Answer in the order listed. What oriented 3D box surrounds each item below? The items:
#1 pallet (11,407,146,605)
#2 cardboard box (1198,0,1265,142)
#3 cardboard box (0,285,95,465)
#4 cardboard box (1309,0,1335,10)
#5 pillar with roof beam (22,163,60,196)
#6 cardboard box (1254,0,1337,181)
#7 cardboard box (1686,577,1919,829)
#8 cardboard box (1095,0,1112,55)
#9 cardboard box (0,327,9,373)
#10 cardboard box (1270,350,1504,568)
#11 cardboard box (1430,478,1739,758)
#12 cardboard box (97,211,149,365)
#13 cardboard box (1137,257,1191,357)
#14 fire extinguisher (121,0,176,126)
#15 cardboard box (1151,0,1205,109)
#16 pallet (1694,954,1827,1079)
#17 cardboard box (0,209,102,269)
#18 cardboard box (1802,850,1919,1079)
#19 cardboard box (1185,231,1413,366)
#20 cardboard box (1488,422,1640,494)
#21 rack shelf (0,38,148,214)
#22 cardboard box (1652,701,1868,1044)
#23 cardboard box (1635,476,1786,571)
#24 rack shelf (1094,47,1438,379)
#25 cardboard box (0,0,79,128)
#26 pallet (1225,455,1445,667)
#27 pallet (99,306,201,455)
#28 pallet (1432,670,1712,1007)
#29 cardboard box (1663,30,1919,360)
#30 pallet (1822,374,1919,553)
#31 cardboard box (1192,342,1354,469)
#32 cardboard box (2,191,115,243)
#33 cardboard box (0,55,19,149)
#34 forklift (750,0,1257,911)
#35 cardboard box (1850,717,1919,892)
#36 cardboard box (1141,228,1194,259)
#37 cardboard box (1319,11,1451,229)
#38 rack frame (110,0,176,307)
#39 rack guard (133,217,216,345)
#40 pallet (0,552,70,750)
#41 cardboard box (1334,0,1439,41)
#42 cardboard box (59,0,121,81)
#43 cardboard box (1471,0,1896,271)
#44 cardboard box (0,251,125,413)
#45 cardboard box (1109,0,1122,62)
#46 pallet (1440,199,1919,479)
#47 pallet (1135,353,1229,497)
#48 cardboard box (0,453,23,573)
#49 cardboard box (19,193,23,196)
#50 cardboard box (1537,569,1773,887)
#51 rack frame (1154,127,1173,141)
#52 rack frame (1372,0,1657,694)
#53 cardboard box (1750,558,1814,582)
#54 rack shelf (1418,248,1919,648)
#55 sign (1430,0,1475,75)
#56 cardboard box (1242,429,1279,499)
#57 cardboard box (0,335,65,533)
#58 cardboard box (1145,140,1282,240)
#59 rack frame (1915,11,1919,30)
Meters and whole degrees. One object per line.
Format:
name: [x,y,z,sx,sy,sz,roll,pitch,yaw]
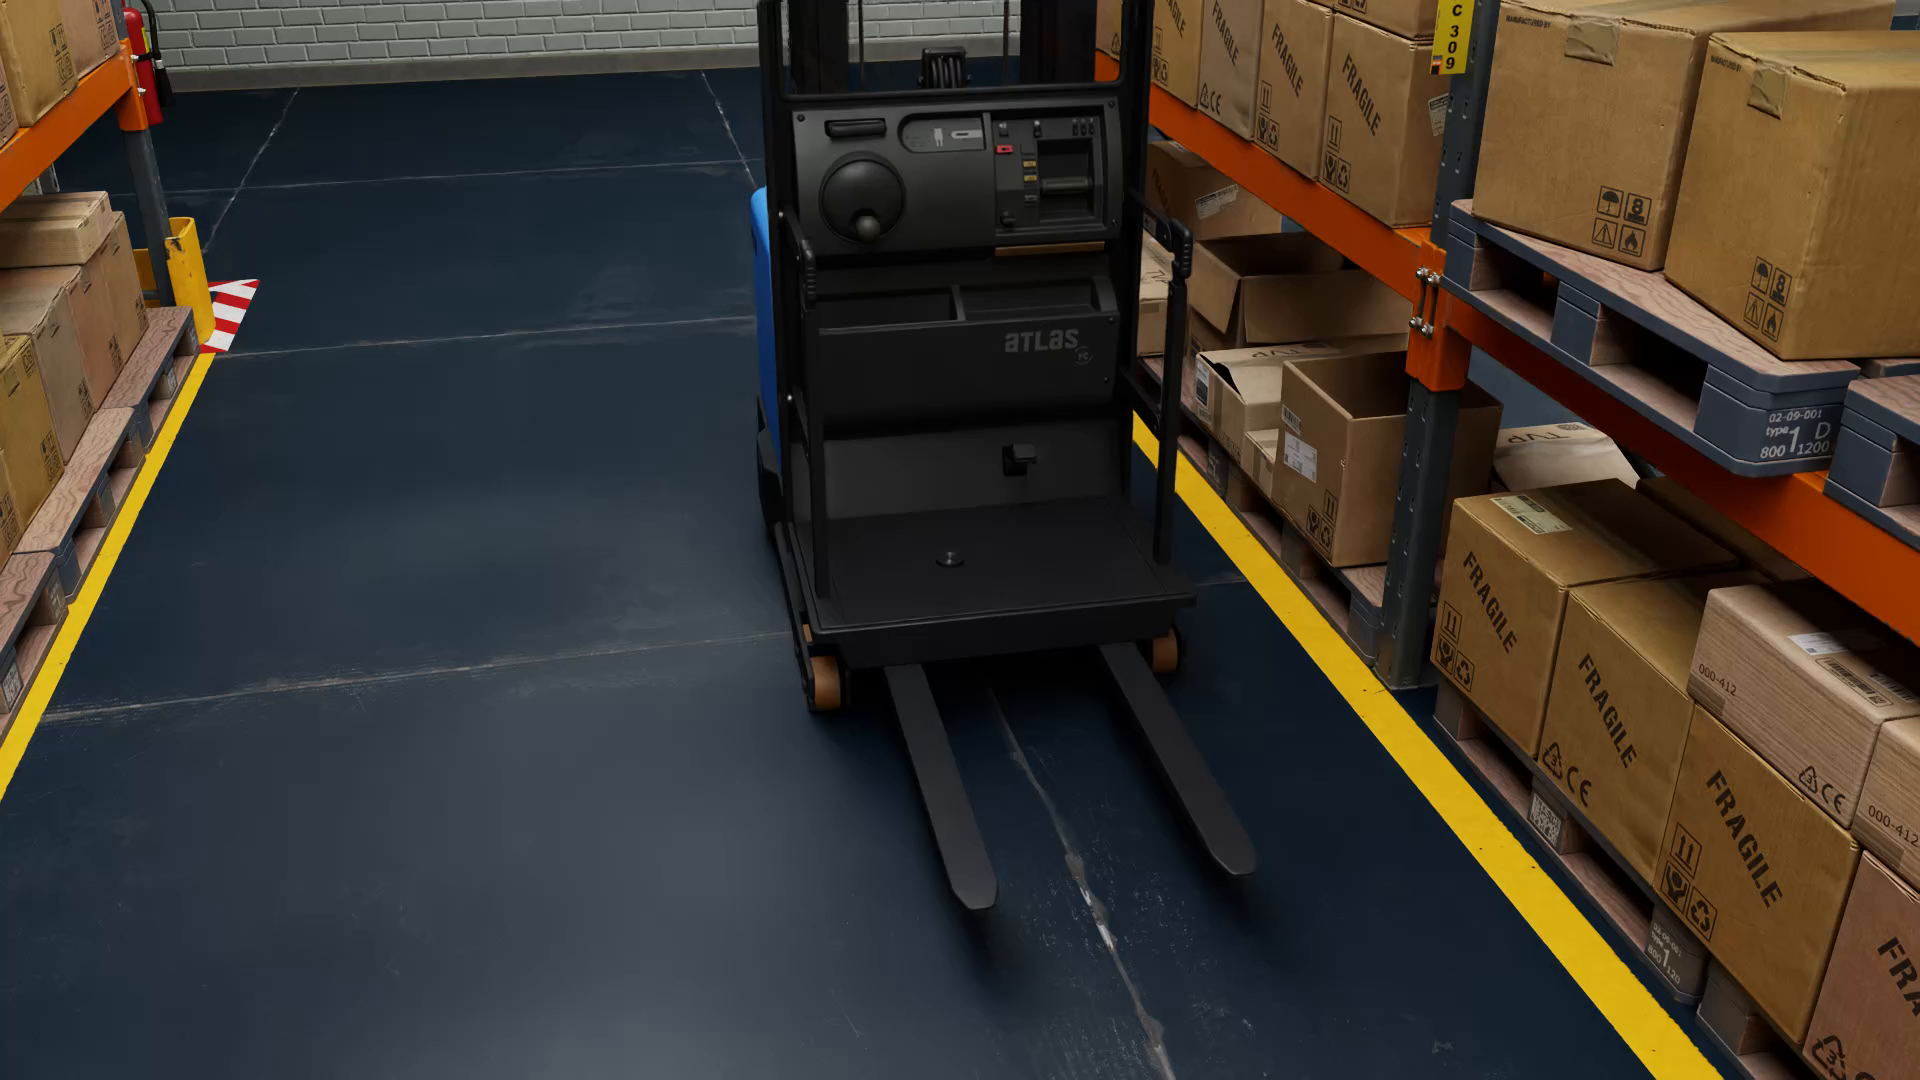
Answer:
pallet: [-3.468,-0.095,5.705,1.003,0.211,1.213,-6,27,-12]
cardboard box: [1.133,-1.656,5.591,0.500,0.500,0.500,-5,27,-10]
cardboard box: [-3.514,-0.552,5.823,0.700,0.500,0.500,-7,28,-13]
cardboard box: [1.247,-1.878,4.921,0.500,0.500,0.500,-6,27,-13]
pillar with roof beam: [-1.253,-6.431,8.504,9.100,9.000,0.400,-6,27,-12]
cardboard box: [1.251,-1.431,5.145,0.500,0.500,0.500,-5,27,-10]
cardboard box: [1.828,0.294,3.292,0.500,0.250,0.500,-6,27,-11]
cardboard box: [0.794,-2.320,6.906,0.500,0.500,0.500,-6,27,-12]
cardboard box: [-3.180,-0.560,5.118,0.380,0.149,0.250,-7,28,-13]
cardboard box: [1.327,-0.268,5.239,0.500,0.500,0.500,-6,27,-12]
cardboard box: [1.603,0.190,4.331,0.500,0.500,0.500,-7,28,-14]
cardboard box: [-3.740,-0.992,6.695,0.700,0.500,0.500,-6,27,-12]
cardboard box: [0.901,-0.985,6.936,0.500,0.250,0.500,-6,27,-12]
fire extinguisher: [-3.580,-2.130,7.141,0.296,0.674,0.183,-6,27,-12]
cardboard box: [1.016,-1.880,6.034,0.500,0.500,0.500,-6,27,-11]
pallet: [2.230,1.168,3.201,1.003,0.211,1.213,-6,27,-12]
cardboard box: [-3.476,-1.132,6.252,0.380,0.149,0.250,-5,27,-10]
cardboard box: [1.953,0.865,2.993,0.500,0.500,0.500,-7,28,-14]
cardboard box: [1.303,-0.873,6.433,0.797,0.503,0.637,-6,27,-12]
cardboard box: [1.847,-0.169,5.252,0.500,0.311,0.500,-6,27,-12]
rack shelf: [-3.545,-1.019,5.238,1.077,0.370,4.000,-6,27,-12]
cardboard box: [1.839,0.643,3.433,0.500,0.500,0.500,-6,27,-11]
cardboard box: [2.122,0.140,4.429,0.500,0.500,0.500,-6,27,-12]
rack shelf: [1.281,-1.523,6.238,1.077,0.370,4.000,-6,27,-12]
cardboard box: [-3.696,-1.811,5.676,0.980,0.700,0.700,-6,27,-12]
pallet: [1.577,-0.023,5.562,1.003,0.211,1.213,-6,27,-12]
pallet: [-3.739,-0.630,6.764,1.003,0.211,1.213,-6,27,-12]
pallet: [1.951,0.632,4.265,1.003,0.211,1.213,-6,27,-12]
cardboard box: [1.837,-0.673,3.177,0.700,0.500,0.500,-2,27,-3]
pallet: [2.190,0.022,2.591,1.003,0.211,1.213,-6,27,-12]
cardboard box: [1.157,-0.513,5.934,0.500,0.311,0.500,-6,27,-12]
cardboard box: [-3.534,-1.244,6.474,0.380,0.149,0.250,-6,27,-12]
cardboard box: [-3.533,-1.475,5.011,0.980,0.700,0.700,-7,28,-14]
forklift: [0.046,-0.996,4.471,1.130,2.935,3.031,-5,27,-10]
cardboard box: [1.942,0.514,2.856,0.500,0.250,0.500,-6,27,-13]
cardboard box: [0.789,-1.205,7.371,0.500,0.250,0.500,-6,27,-12]
cardboard box: [1.369,-1.205,4.697,0.500,0.500,0.500,-6,27,-11]
rack frame: [-3.996,-2.218,6.815,1.000,3.000,0.127,-6,27,-12]
rack guard: [-4.001,-1.113,7.400,1.175,0.500,0.348,-6,27,-12]
pallet: [-3.189,0.441,4.642,1.003,0.211,1.213,-6,27,-12]
cardboard box: [1.365,-1.653,4.476,0.500,0.500,0.500,-6,27,-11]
cardboard box: [-3.871,-2.129,6.306,0.980,0.700,0.700,-5,27,-9]
cardboard box: [1.620,-0.968,3.762,0.700,0.500,0.500,-16,31,-29]
cardboard box: [-3.628,-0.773,6.260,0.700,0.500,0.500,-6,27,-12]
cardboard box: [0.905,-2.099,6.469,0.500,0.500,0.500,-6,27,-12]
pallet: [1.805,-0.519,3.662,1.003,0.211,1.213,-6,27,-12]
pallet: [1.299,-0.560,6.625,1.003,0.211,1.213,-6,27,-12]
cardboard box: [-3.273,-0.093,4.914,0.700,0.500,0.500,-6,27,-12]
cardboard box: [-3.963,-1.317,6.618,0.380,0.149,0.250,-6,27,-11]
cardboard box: [1.734,0.423,3.869,0.500,0.500,0.500,-6,27,-11]
rack frame: [0.830,-2.723,7.815,1.000,3.000,0.127,-6,27,-12]
rack frame: [1.731,-0.967,4.336,1.000,3.000,0.127,-6,27,-12]
cardboard box: [2.225,0.358,3.997,0.500,0.500,0.500,-6,27,-11]
rack shelf: [2.182,0.233,2.759,1.077,0.370,4.000,-6,27,-12]
sign: [1.204,-1.295,4.025,0.100,0.325,0.005,-6,27,-12]
cardboard box: [1.184,-0.270,5.632,0.380,0.149,0.250,-6,27,-12]
cardboard box: [-3.386,-0.319,5.360,0.700,0.500,0.500,-5,27,-10]
cardboard box: [1.192,-1.589,7.856,0.500,0.500,0.500,-6,27,-12]
rack frame: [5.657,-3.224,8.809,1.000,3.000,0.127,-6,27,-12]
